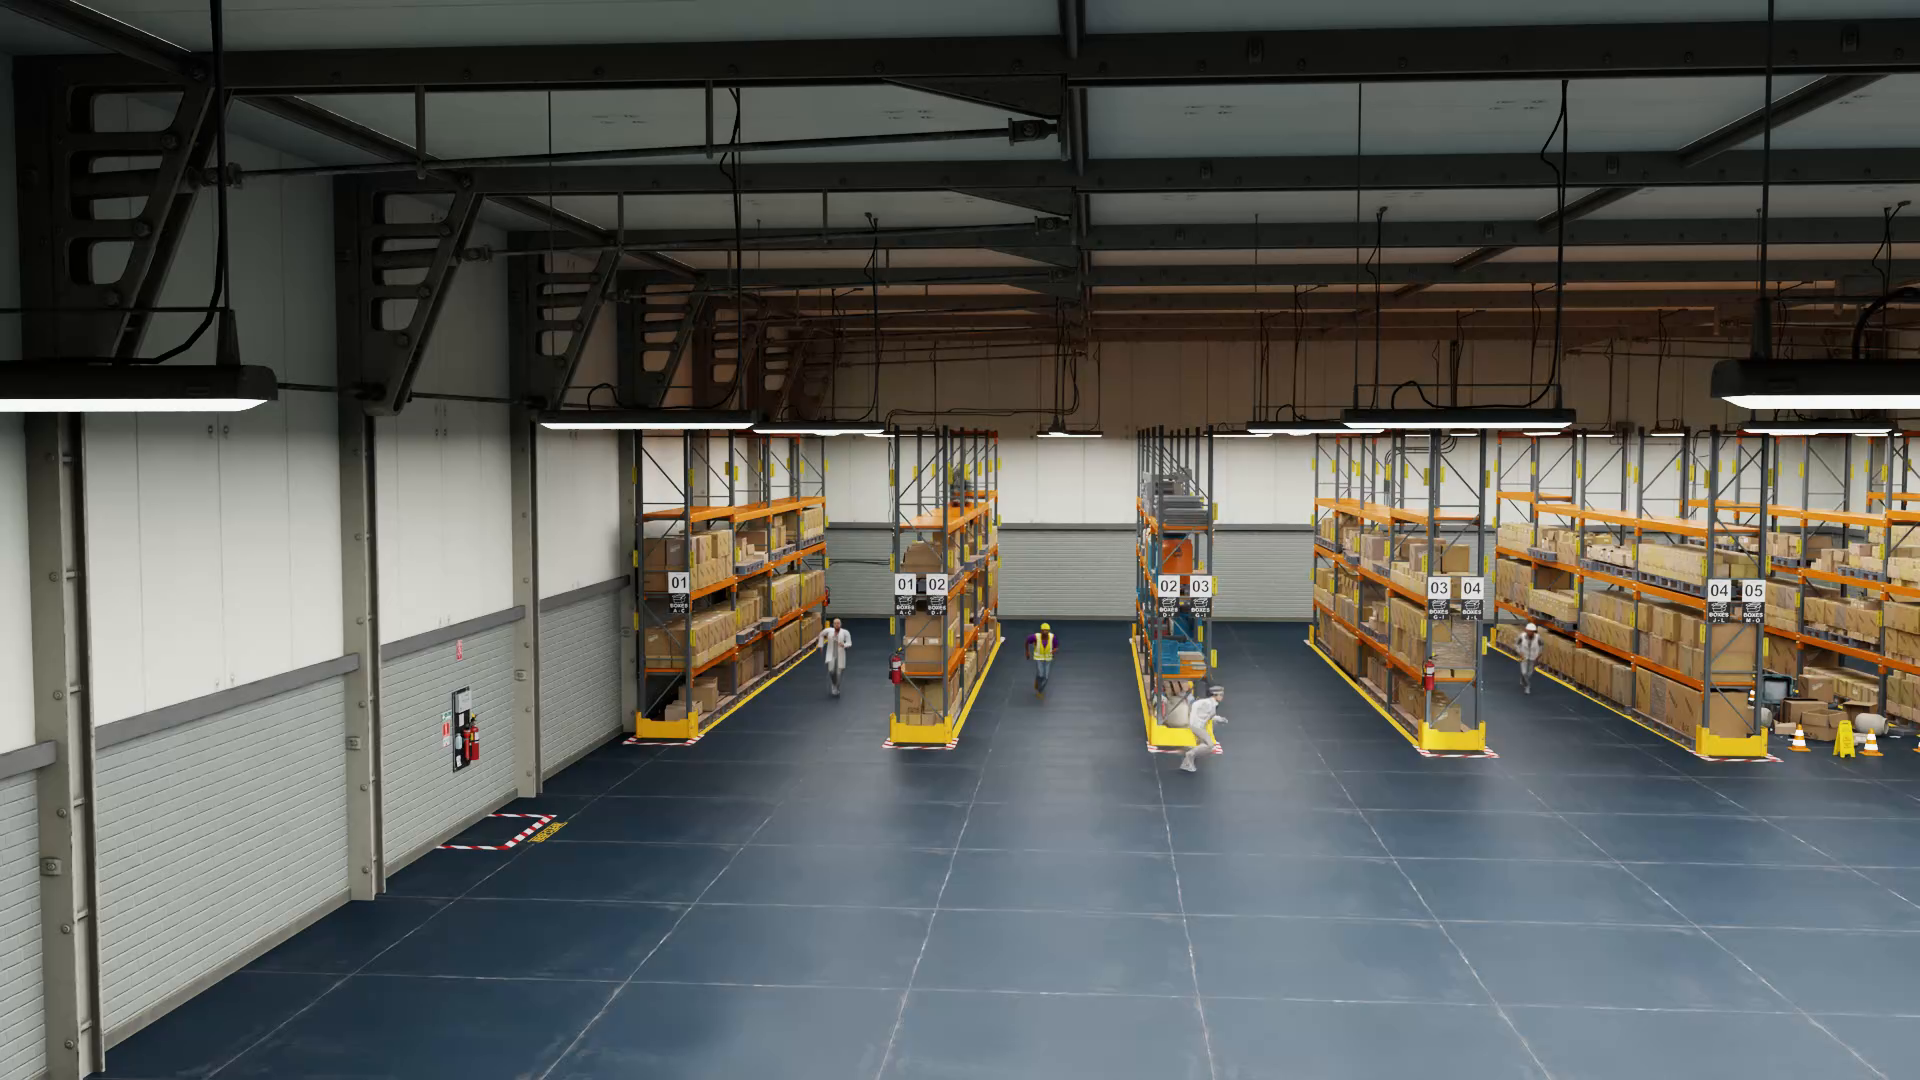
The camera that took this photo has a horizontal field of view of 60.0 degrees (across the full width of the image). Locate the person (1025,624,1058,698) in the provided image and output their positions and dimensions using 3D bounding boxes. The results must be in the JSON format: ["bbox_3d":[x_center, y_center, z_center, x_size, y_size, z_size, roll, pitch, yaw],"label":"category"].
[{"bbox_3d":[1.836,2.676,36.778,0.685,1.681,0.712,-1,4,-14],"label":"person"}]

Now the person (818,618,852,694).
[{"bbox_3d":[-2.793,2.609,37.119,0.754,1.734,0.832,0,3,-2],"label":"person"}]

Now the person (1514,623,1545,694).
[{"bbox_3d":[12.906,2.661,37.718,0.676,1.623,0.953,1,3,10],"label":"person"}]

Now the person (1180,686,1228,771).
[{"bbox_3d":[4.183,3.257,28.605,0.811,1.497,0.645,1,4,22],"label":"person"}]
